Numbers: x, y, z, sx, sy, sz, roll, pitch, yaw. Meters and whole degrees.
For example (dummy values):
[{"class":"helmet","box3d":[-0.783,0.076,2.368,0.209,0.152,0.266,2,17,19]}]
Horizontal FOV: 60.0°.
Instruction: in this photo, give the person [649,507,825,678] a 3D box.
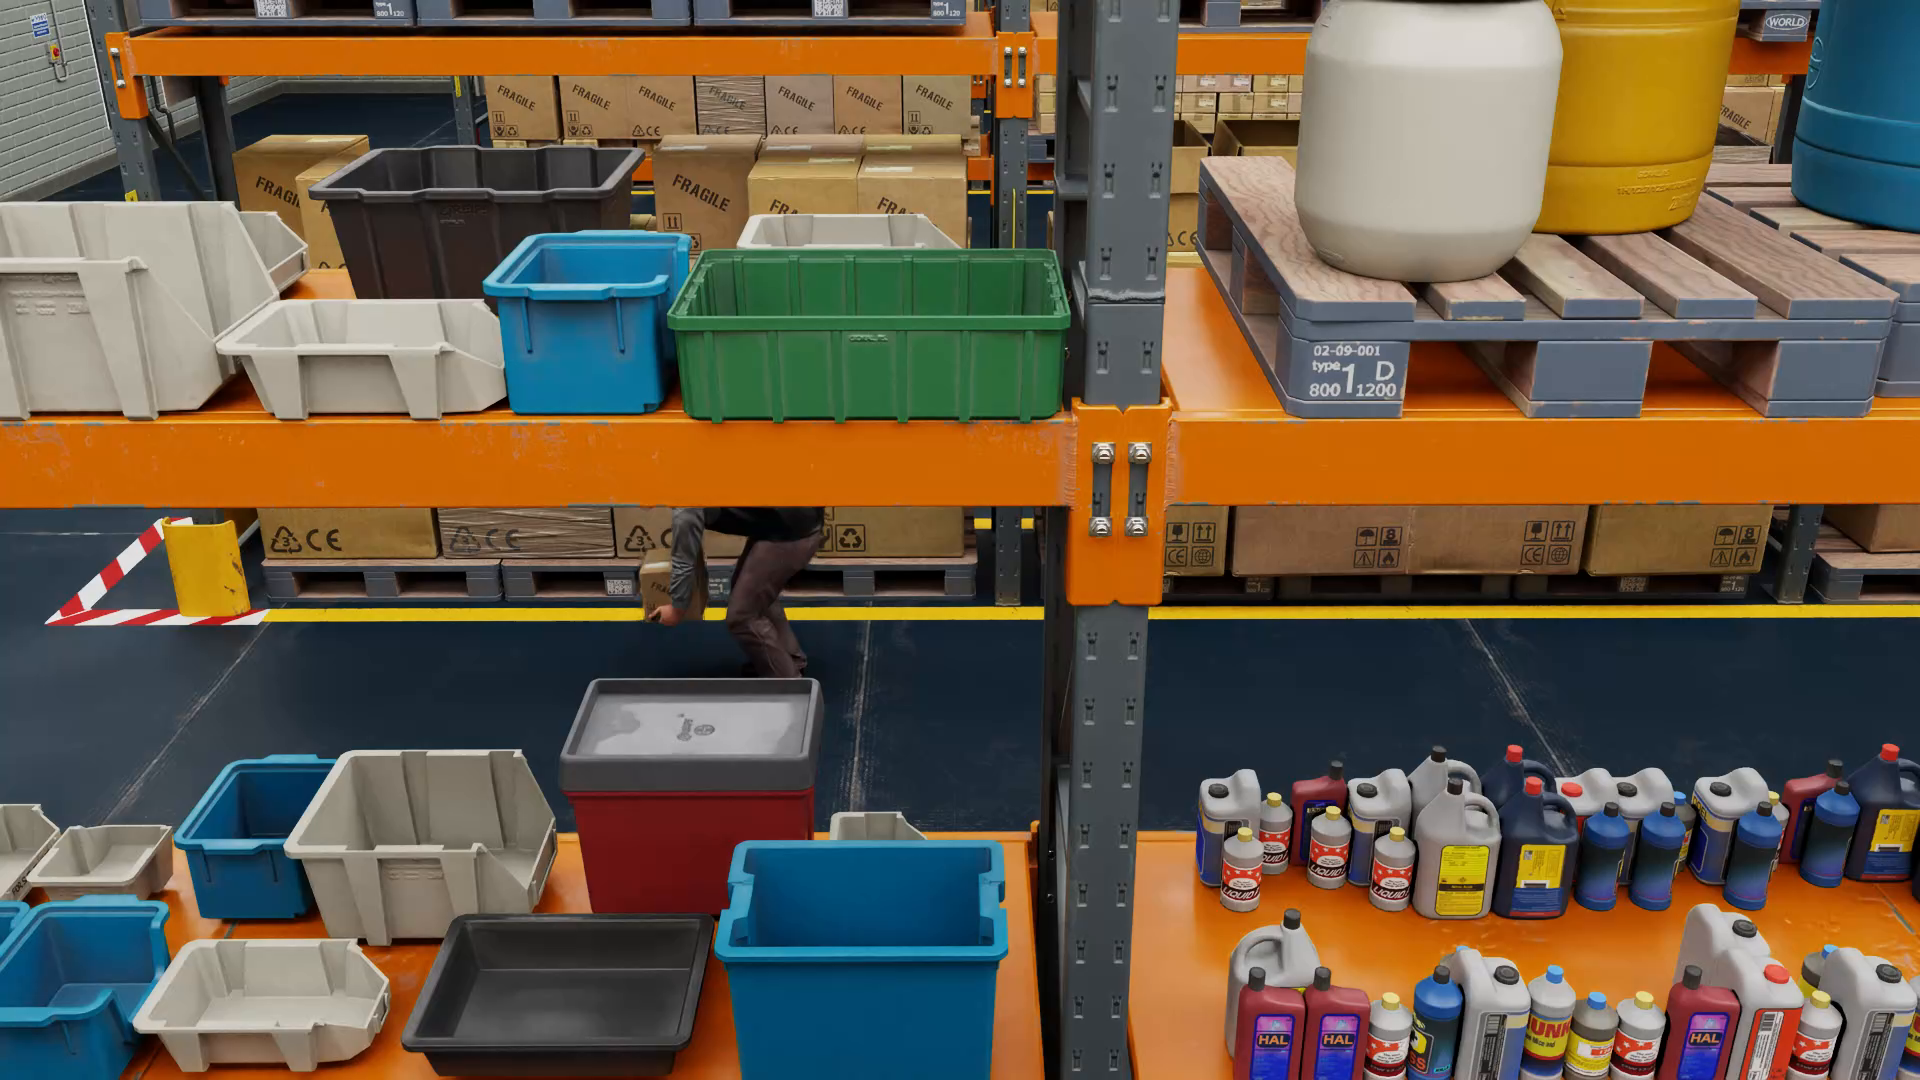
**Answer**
[{"class":"person","box3d":[-1.061,0.141,7.439,0.926,1.216,0.479,-1,24,-3]}]
